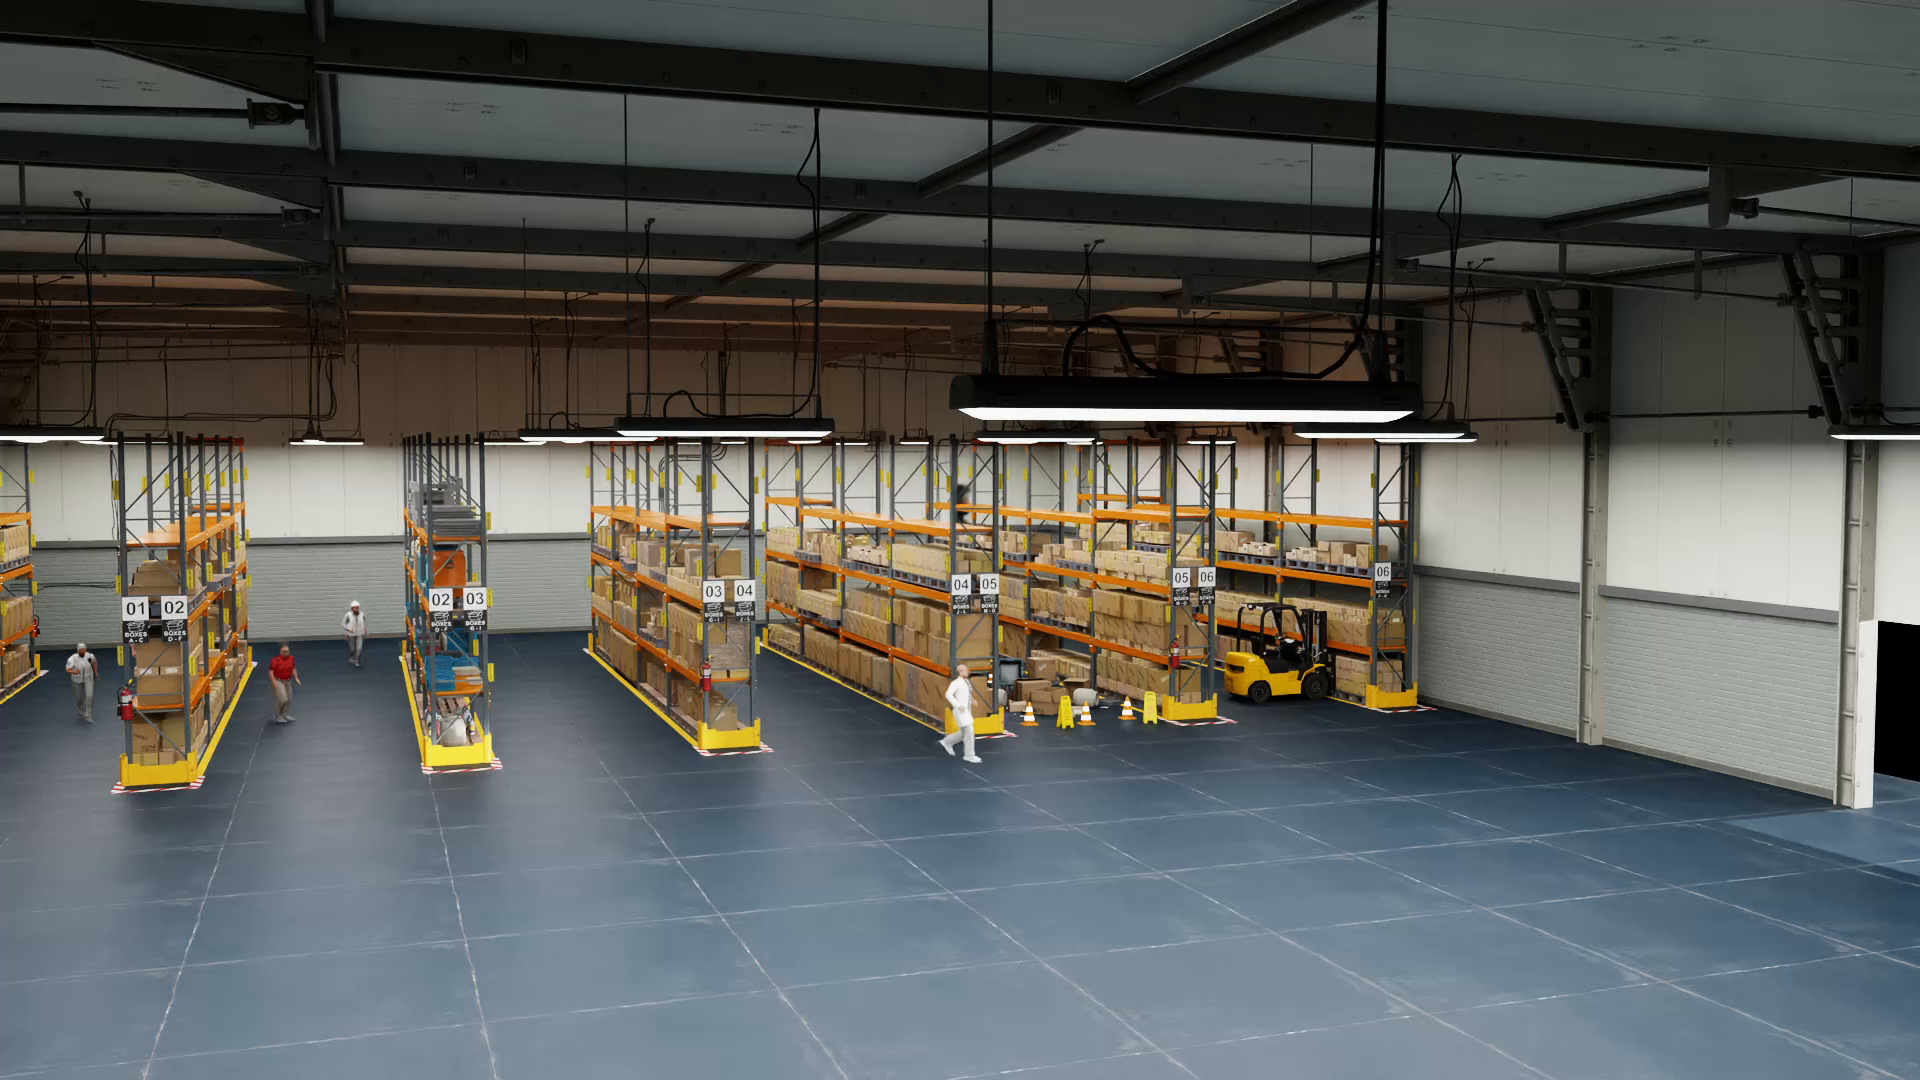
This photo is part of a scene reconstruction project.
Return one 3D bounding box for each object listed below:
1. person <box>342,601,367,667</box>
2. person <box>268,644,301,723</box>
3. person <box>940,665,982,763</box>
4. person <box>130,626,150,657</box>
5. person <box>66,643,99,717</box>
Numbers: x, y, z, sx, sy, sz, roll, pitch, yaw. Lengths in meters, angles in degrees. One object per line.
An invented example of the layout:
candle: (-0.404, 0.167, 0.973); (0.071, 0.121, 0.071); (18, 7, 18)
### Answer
person: (-15.868, 2.457, 43.594); (0.655, 1.723, 0.757); (-2, 4, -28)
person: (-14.122, 2.982, 34.663); (0.593, 1.662, 0.662); (1, 3, 22)
person: (0.015, 3.163, 30.362); (0.815, 1.776, 0.765); (1, 3, 23)
person: (-19.158, 2.711, 39.136); (0.683, 1.748, 0.865); (-2, 4, -28)
person: (-18.378, 2.916, 34.828); (0.611, 1.551, 0.924); (-2, 4, -30)
